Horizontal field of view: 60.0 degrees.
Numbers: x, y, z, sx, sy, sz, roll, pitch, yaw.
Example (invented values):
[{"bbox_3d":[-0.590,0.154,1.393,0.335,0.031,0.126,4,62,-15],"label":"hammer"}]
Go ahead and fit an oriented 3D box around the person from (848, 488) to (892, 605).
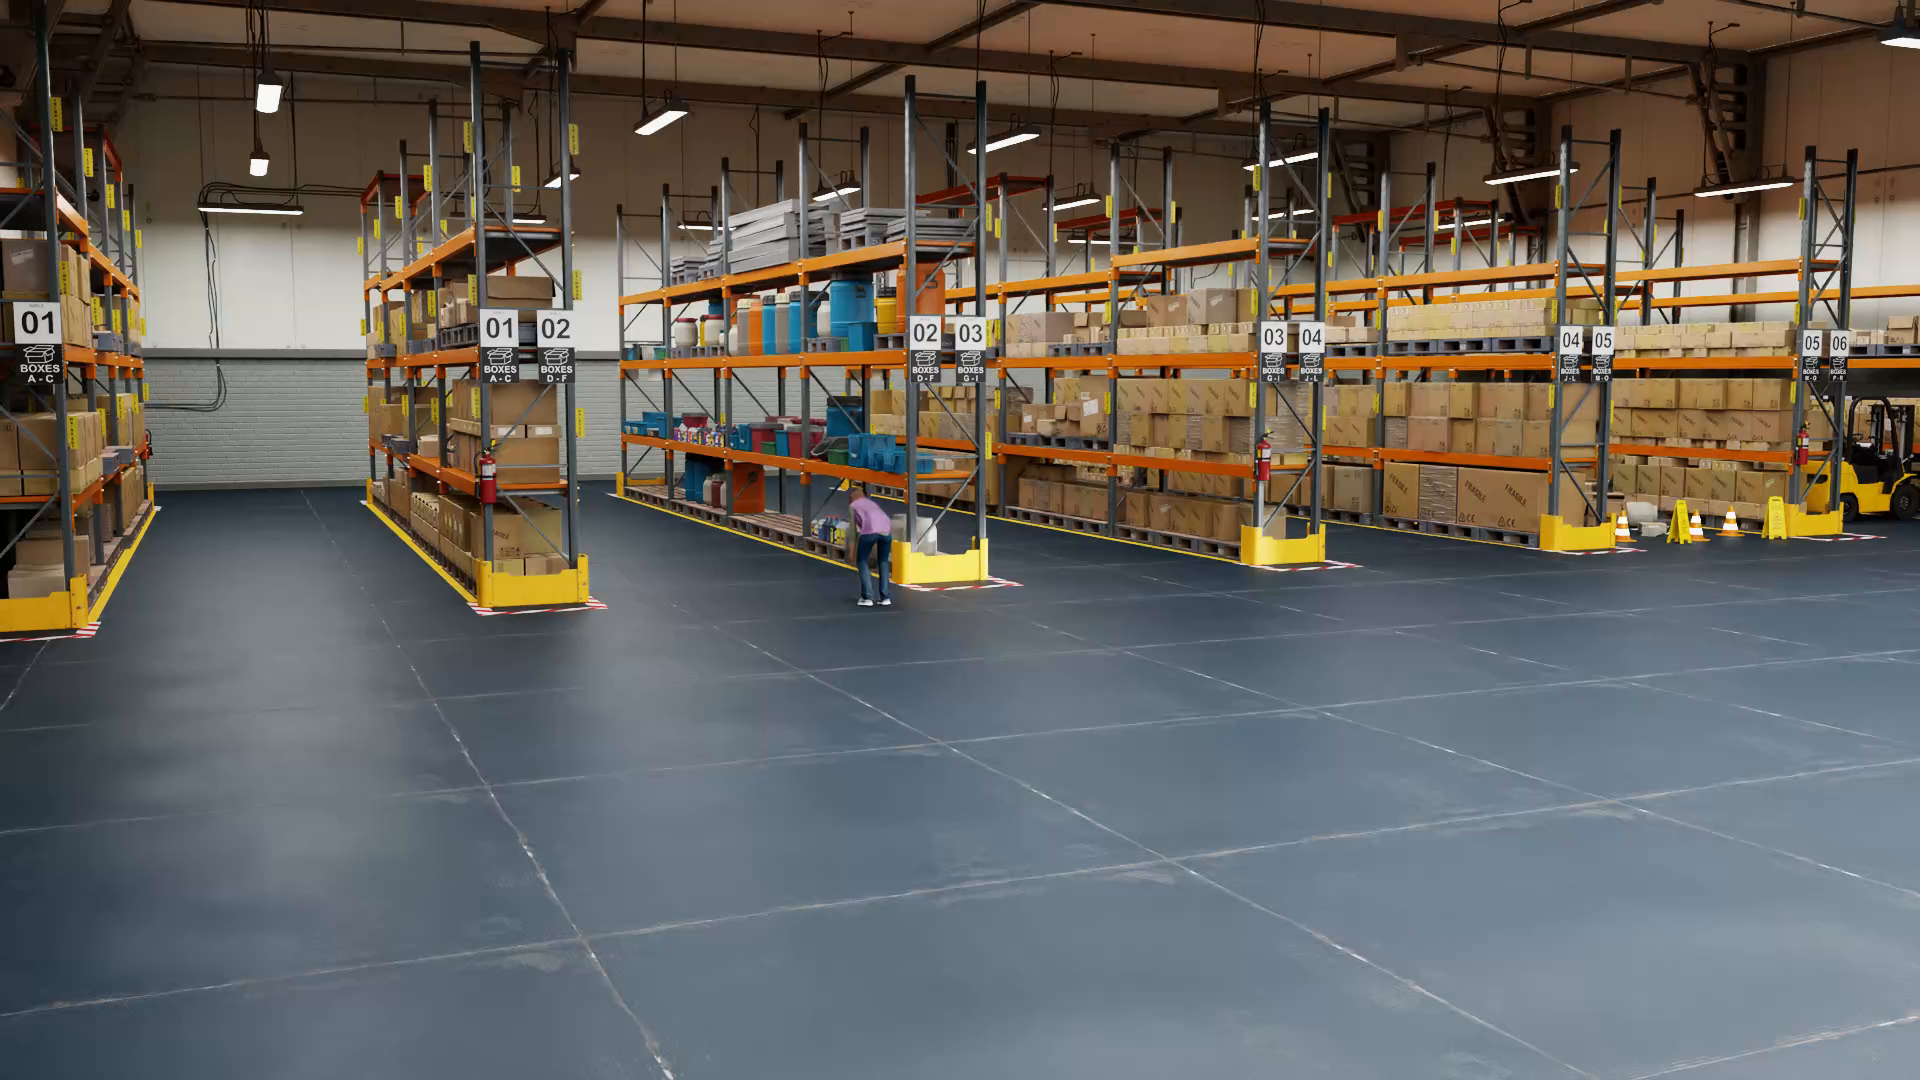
[{"bbox_3d":[-1.014,0.080,18.250,0.380,1.240,0.810,-3,6,-25],"label":"person"}]
